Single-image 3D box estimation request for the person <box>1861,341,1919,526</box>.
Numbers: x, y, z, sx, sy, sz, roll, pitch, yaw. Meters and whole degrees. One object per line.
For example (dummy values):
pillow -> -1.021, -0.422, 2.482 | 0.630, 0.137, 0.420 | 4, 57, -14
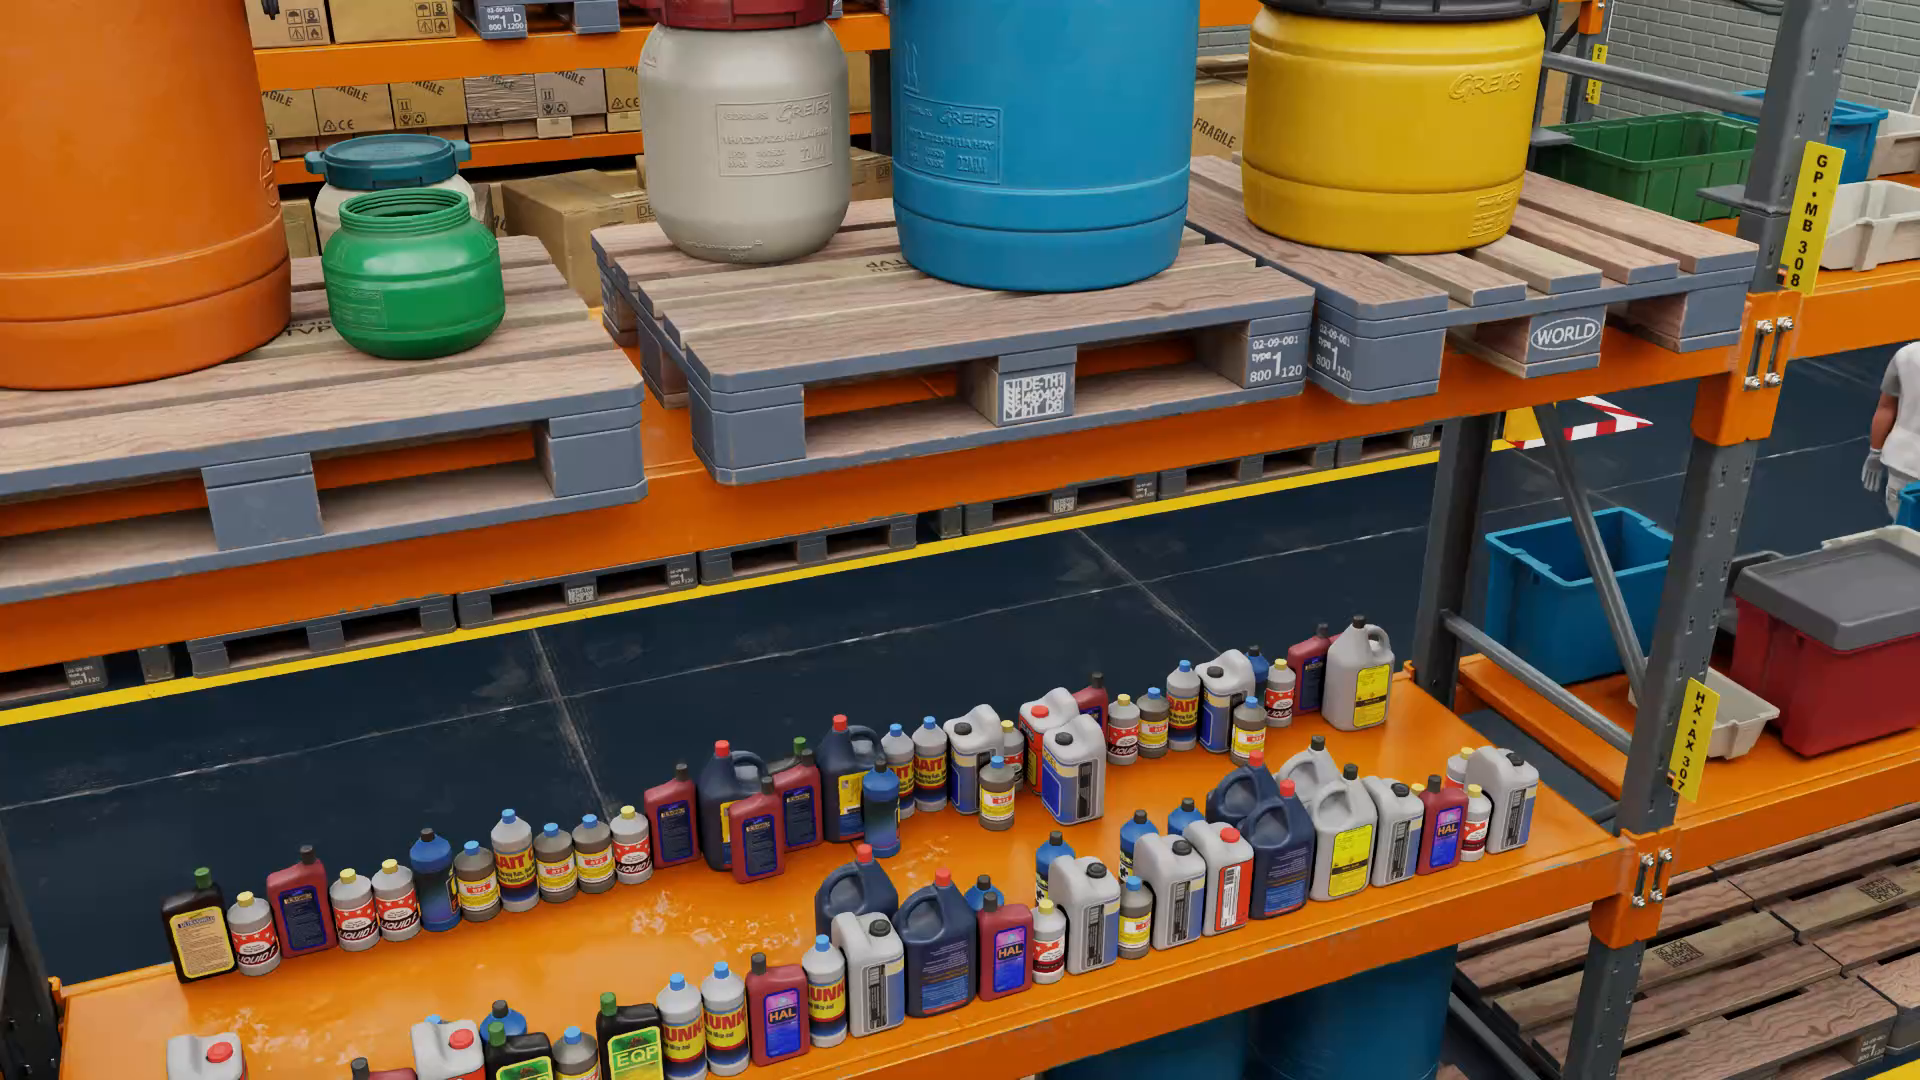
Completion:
person -> 4.433, -0.309, 7.675 | 0.515, 1.779, 0.537 | -7, 26, -14
